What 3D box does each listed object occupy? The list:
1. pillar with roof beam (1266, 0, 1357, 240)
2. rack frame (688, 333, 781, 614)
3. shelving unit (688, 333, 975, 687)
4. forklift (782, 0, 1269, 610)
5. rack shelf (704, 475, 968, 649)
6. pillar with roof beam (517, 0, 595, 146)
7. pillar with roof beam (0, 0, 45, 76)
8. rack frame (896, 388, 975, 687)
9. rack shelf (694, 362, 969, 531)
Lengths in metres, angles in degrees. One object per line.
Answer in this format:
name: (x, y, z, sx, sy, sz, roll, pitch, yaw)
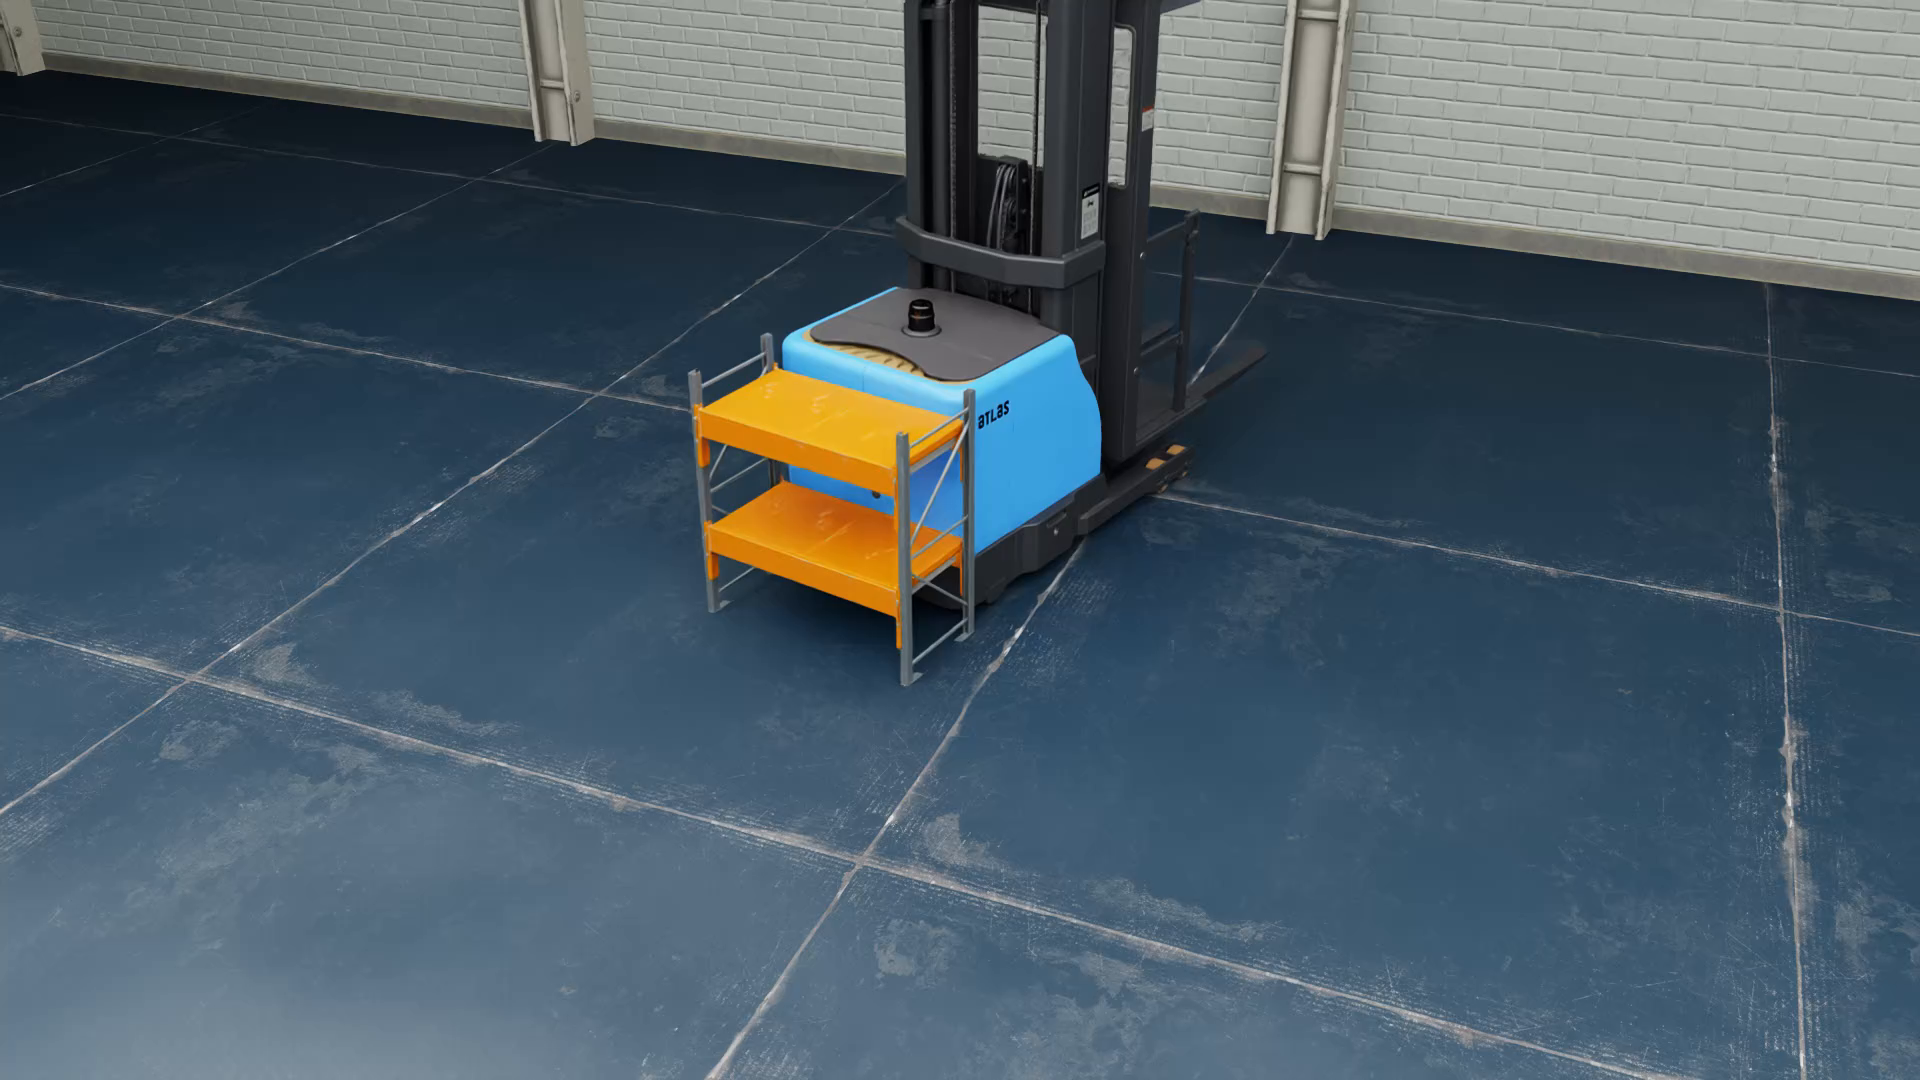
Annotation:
pillar with roof beam: (0.737, -4.111, 5.878, 0.400, 9.000, 9.100, 11, 31, 19)
rack frame: (-0.939, -0.276, 7.096, 0.032, 1.125, 0.500, 18, 34, 29)
shelving unit: (-0.514, -0.139, 6.853, 1.048, 1.125, 0.538, 18, 34, 29)
forklift: (0.517, -1.642, 7.677, 1.130, 2.935, 3.031, 21, 36, 32)
rack shelf: (-0.514, 0.074, 6.973, 1.000, 0.278, 0.538, 18, 34, 29)
pillar with roof beam: (-4.822, -5.221, 7.842, 0.400, 9.000, 9.100, 11, 31, 19)
pillar with roof beam: (-10.382, -6.331, 9.806, 0.400, 9.000, 9.100, 11, 31, 19)
rack frame: (-0.089, -0.002, 6.610, 0.032, 1.125, 0.500, 18, 34, 29)
rack shelf: (-0.514, -0.394, 6.709, 1.000, 0.278, 0.538, 18, 34, 29)
